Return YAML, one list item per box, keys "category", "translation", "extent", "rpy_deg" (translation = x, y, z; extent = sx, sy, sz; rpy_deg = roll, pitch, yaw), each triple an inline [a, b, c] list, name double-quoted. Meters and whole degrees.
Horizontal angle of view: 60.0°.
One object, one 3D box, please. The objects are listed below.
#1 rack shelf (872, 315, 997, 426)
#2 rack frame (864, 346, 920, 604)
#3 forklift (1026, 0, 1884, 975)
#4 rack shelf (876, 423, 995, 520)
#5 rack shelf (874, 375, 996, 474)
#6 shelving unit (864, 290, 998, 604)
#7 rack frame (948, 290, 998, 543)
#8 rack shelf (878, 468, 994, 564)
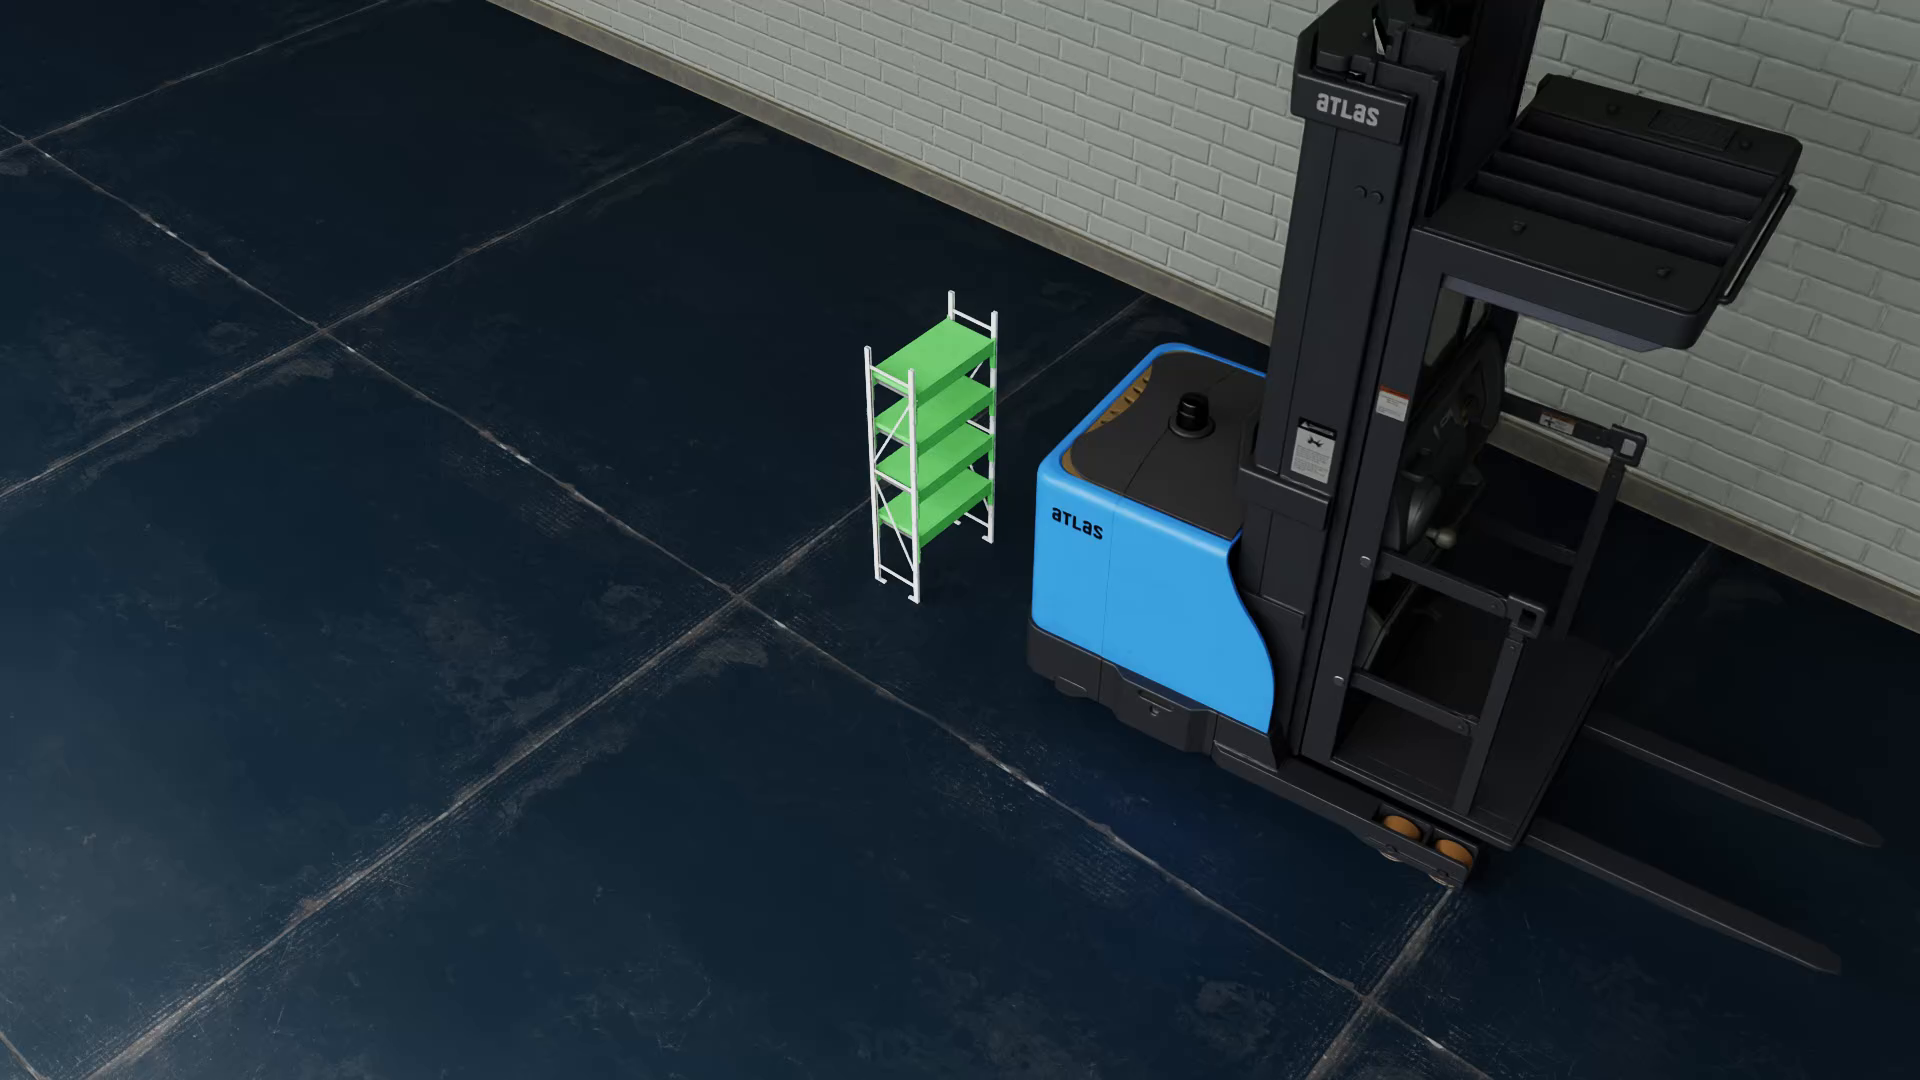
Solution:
- category: "rack shelf"
  translation: [-0.107, -0.667, 6.473]
  extent: [0.258, 0.148, 0.480]
  rpy_deg: [29, 50, 28]
- category: "rack frame"
  translation: [-0.264, -0.233, 6.614]
  extent: [0.240, 1.200, 0.015]
  rpy_deg: [29, 50, 28]
- category: "forklift"
  translation: [1.772, -0.268, 5.367]
  extent: [3.031, 2.935, 1.130]
  rpy_deg: [24, 48, 24]
- category: "rack shelf"
  translation: [-0.107, -0.311, 6.796]
  extent: [0.258, 0.148, 0.480]
  rpy_deg: [29, 50, 28]
- category: "rack shelf"
  translation: [-0.107, -0.489, 6.634]
  extent: [0.258, 0.148, 0.480]
  rpy_deg: [29, 50, 28]
- category: "shelving unit"
  translation: [-0.107, -0.359, 6.753]
  extent: [0.258, 1.200, 0.503]
  rpy_deg: [29, 50, 28]
- category: "rack frame"
  translation: [0.051, -0.484, 6.891]
  extent: [0.240, 1.200, 0.015]
  rpy_deg: [29, 50, 28]
- category: "rack shelf"
  translation: [-0.107, -0.134, 6.957]
  extent: [0.258, 0.148, 0.480]
  rpy_deg: [29, 50, 28]
